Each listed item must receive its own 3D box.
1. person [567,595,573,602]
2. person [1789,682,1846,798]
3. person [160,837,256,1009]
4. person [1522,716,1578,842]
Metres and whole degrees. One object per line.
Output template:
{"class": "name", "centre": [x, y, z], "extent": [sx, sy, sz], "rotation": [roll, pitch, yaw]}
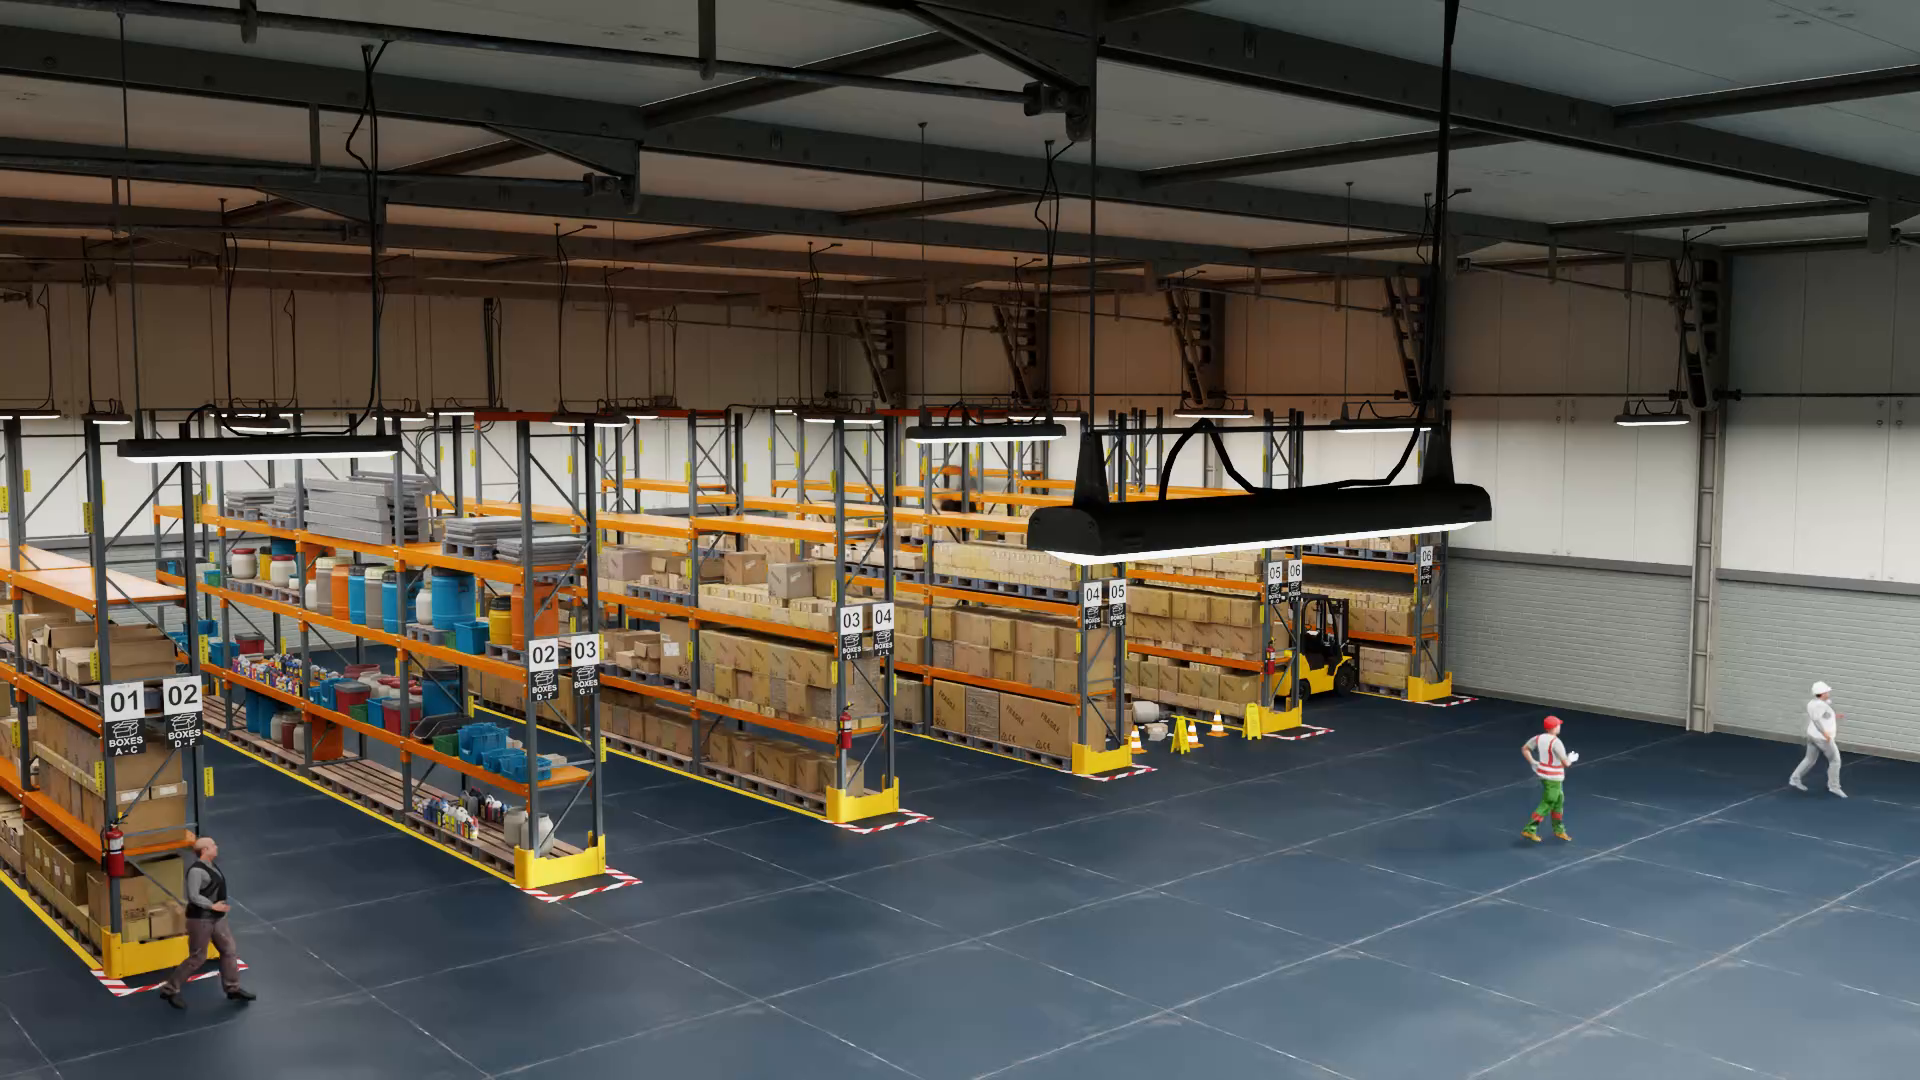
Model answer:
{"class": "person", "centre": [-9.469, 1.998, 40.427], "extent": [0.739, 1.575, 0.697], "rotation": [3, 6, 29]}
{"class": "person", "centre": [13.534, 3.139, 26.172], "extent": [0.822, 1.822, 0.633], "rotation": [0, 5, -1]}
{"class": "person", "centre": [-7.785, 3.937, 17.283], "extent": [0.903, 1.699, 0.707], "rotation": [-1, 5, -6]}
{"class": "person", "centre": [8.272, 3.372, 23.339], "extent": [0.855, 1.834, 0.654], "rotation": [-1, 5, -10]}
